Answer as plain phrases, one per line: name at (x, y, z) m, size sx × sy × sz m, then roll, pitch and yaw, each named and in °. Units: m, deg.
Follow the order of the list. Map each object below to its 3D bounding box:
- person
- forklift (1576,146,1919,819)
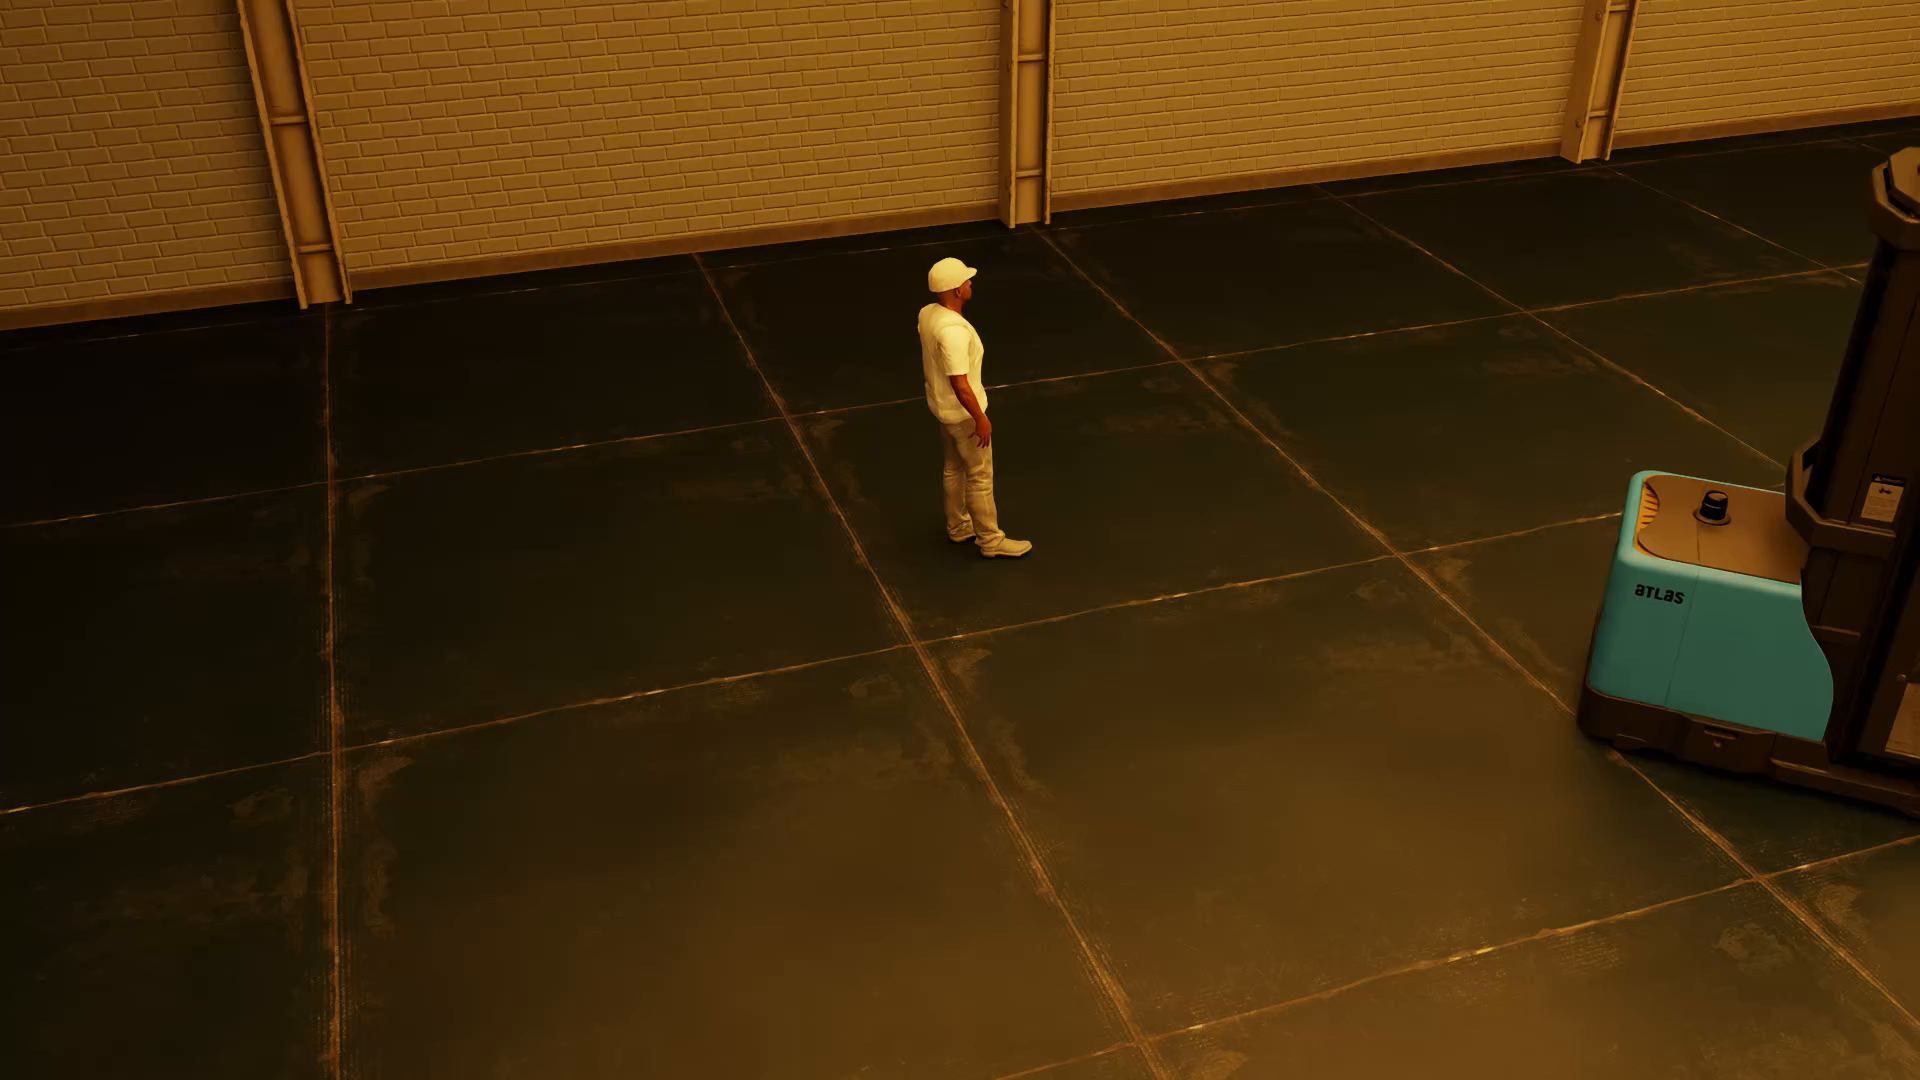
person at (0.068, -0.780, 9.597) m, size 0.575 × 1.768 × 0.665 m, roll -10°, pitch 31°, yaw -16°
forklift at (4.641, -0.202, 7.437) m, size 3.031 × 2.935 × 1.130 m, roll 12°, pitch 32°, yaw 20°
